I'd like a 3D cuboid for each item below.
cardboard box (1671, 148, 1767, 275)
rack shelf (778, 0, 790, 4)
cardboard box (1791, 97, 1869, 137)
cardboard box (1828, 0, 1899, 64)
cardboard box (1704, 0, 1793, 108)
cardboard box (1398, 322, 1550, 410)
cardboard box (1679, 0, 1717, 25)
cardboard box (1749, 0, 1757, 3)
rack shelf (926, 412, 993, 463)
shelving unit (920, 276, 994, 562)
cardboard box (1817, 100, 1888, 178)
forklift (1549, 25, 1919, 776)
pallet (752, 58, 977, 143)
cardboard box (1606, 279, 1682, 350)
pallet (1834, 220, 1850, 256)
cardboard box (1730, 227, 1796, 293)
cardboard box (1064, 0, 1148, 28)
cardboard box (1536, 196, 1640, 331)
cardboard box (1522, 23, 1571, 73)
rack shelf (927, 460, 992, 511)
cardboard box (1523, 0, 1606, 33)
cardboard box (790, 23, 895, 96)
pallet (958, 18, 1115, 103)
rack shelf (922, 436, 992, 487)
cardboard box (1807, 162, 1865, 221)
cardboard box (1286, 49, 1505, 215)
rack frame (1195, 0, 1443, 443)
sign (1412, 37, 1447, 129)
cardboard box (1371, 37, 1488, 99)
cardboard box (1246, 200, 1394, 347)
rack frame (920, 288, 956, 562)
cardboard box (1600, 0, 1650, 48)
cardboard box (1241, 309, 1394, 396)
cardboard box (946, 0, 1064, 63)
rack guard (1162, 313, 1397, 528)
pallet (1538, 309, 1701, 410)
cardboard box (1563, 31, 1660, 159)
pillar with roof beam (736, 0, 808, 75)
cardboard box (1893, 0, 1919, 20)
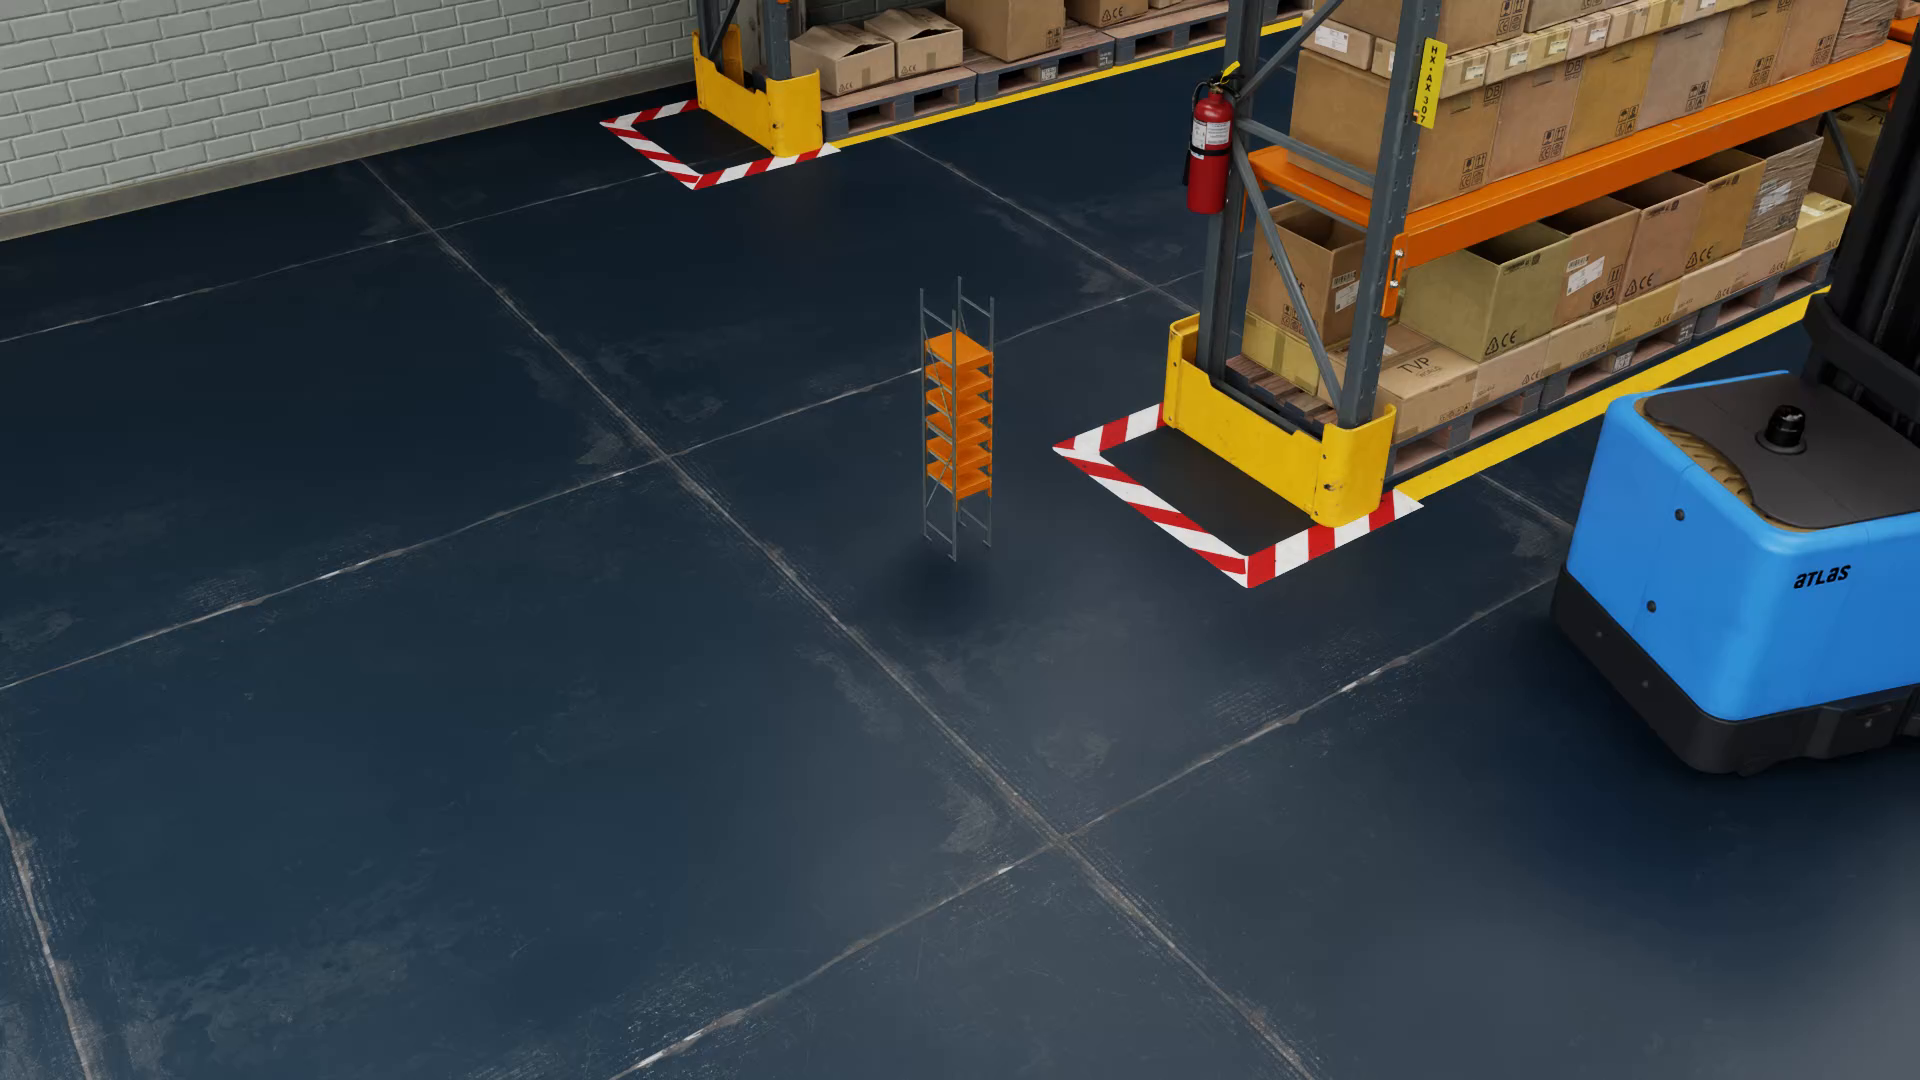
[{"bbox_3d":[3.648,-1.713,8.415,0.500,0.500,0.500,-22,41,-28],"label":"cardboard box"},{"bbox_3d":[0.231,-4.345,11.338,4.000,0.370,1.077,-22,41,-28],"label":"rack shelf"},{"bbox_3d":[4.889,-2.502,9.674,0.500,0.311,0.500,-22,41,-28],"label":"cardboard box"},{"bbox_3d":[4.364,-2.835,8.537,0.500,0.500,0.700,-24,42,-29],"label":"cardboard box"},{"bbox_3d":[3.524,-2.488,8.054,0.500,0.500,0.700,-22,41,-27],"label":"cardboard box"},{"bbox_3d":[2.426,-0.900,7.927,0.500,0.250,0.500,-22,41,-28],"label":"cardboard box"},{"bbox_3d":[3.155,-2.451,7.448,0.250,0.149,0.380,-22,41,-27],"label":"cardboard box"},{"bbox_3d":[3.585,-2.631,7.697,0.250,0.149,0.380,-21,41,-27],"label":"cardboard box"},{"bbox_3d":[-0.012,-0.446,6.919,0.180,0.103,0.258,-22,41,-28],"label":"rack shelf"},{"bbox_3d":[-0.012,-0.482,6.893,0.189,1.200,0.258,-22,41,-28],"label":"shelving unit"},{"bbox_3d":[5.204,-2.249,9.323,0.500,0.311,0.500,-22,41,-28],"label":"cardboard box"},{"bbox_3d":[3.953,-0.813,5.871,3.031,2.935,1.130,-9,37,-13],"label":"forklift"},{"bbox_3d":[-0.657,-3.114,11.399,1.213,0.211,1.003,-22,41,-28],"label":"pallet"},{"bbox_3d":[3.247,-1.234,8.391,0.500,0.250,0.500,-22,41,-28],"label":"cardboard box"},{"bbox_3d":[5.303,-2.081,9.963,1.213,0.211,1.003,-22,41,-28],"label":"pallet"},{"bbox_3d":[4.055,-1.577,8.869,0.500,0.250,0.500,-22,41,-28],"label":"cardboard box"},{"bbox_3d":[1.041,-4.105,12.153,0.500,0.500,0.500,-26,43,-31],"label":"cardboard box"},{"bbox_3d":[2.829,-1.378,7.949,0.500,0.500,0.500,-22,41,-28],"label":"cardboard box"},{"bbox_3d":[2.317,-2.108,6.971,0.250,0.149,0.380,-22,41,-28],"label":"cardboard box"},{"bbox_3d":[-0.012,-0.251,7.059,0.180,0.103,0.258,-22,41,-28],"label":"rack shelf"},{"bbox_3d":[2.312,-2.517,6.984,0.500,0.500,0.700,-24,42,-29],"label":"cardboard box"},{"bbox_3d":[-0.786,-3.241,11.114,0.500,0.311,0.500,-28,44,-33],"label":"cardboard box"},{"bbox_3d":[0.339,-3.522,11.966,1.213,0.211,1.003,-22,41,-28],"label":"pallet"},{"bbox_3d":[-0.012,-0.349,6.989,0.180,0.103,0.258,-22,41,-28],"label":"rack shelf"},{"bbox_3d":[5.195,-2.018,9.483,0.500,0.250,0.500,-23,42,-29],"label":"cardboard box"},{"bbox_3d":[1.842,-1.793,7.088,0.500,0.500,0.700,-22,41,-28],"label":"cardboard box"},{"bbox_3d":[1.453,-1.601,6.908,0.127,3.000,1.000,-22,41,-28],"label":"rack frame"},{"bbox_3d":[1.768,-1.718,6.261,0.005,0.325,0.100,-22,41,-28],"label":"sign"},{"bbox_3d":[1.898,-1.935,6.730,0.250,0.149,0.380,-23,41,-28],"label":"cardboard box"},{"bbox_3d":[1.720,-1.282,7.817,0.500,0.500,0.500,-22,41,-28],"label":"cardboard box"},{"bbox_3d":[-0.087,-0.451,6.850,0.006,1.200,0.240,-22,41,-28],"label":"rack frame"},{"bbox_3d":[2.741,-2.283,7.213,0.250,0.149,0.380,-24,42,-29],"label":"cardboard box"},{"bbox_3d":[1.721,-0.977,8.035,0.500,0.250,0.500,-22,41,-28],"label":"cardboard box"},{"bbox_3d":[0.308,-3.733,11.635,0.500,0.500,0.700,-25,43,-31],"label":"cardboard box"},{"bbox_3d":[1.434,-0.578,7.626,0.348,0.500,1.175,-22,41,-28],"label":"rack guard"},{"bbox_3d":[3.050,-1.155,8.674,1.213,0.211,1.003,-22,41,-28],"label":"pallet"},{"bbox_3d":[2.678,-2.136,7.565,0.500,0.500,0.700,-22,41,-28],"label":"cardboard box"},{"bbox_3d":[1.150,-4.994,6.486,0.400,9.000,9.100,-22,41,-28],"label":"pillar with roof beam"},{"bbox_3d":[5.100,-3.072,9.081,0.500,0.250,0.500,-20,40,-25],"label":"cardboard box"}]
